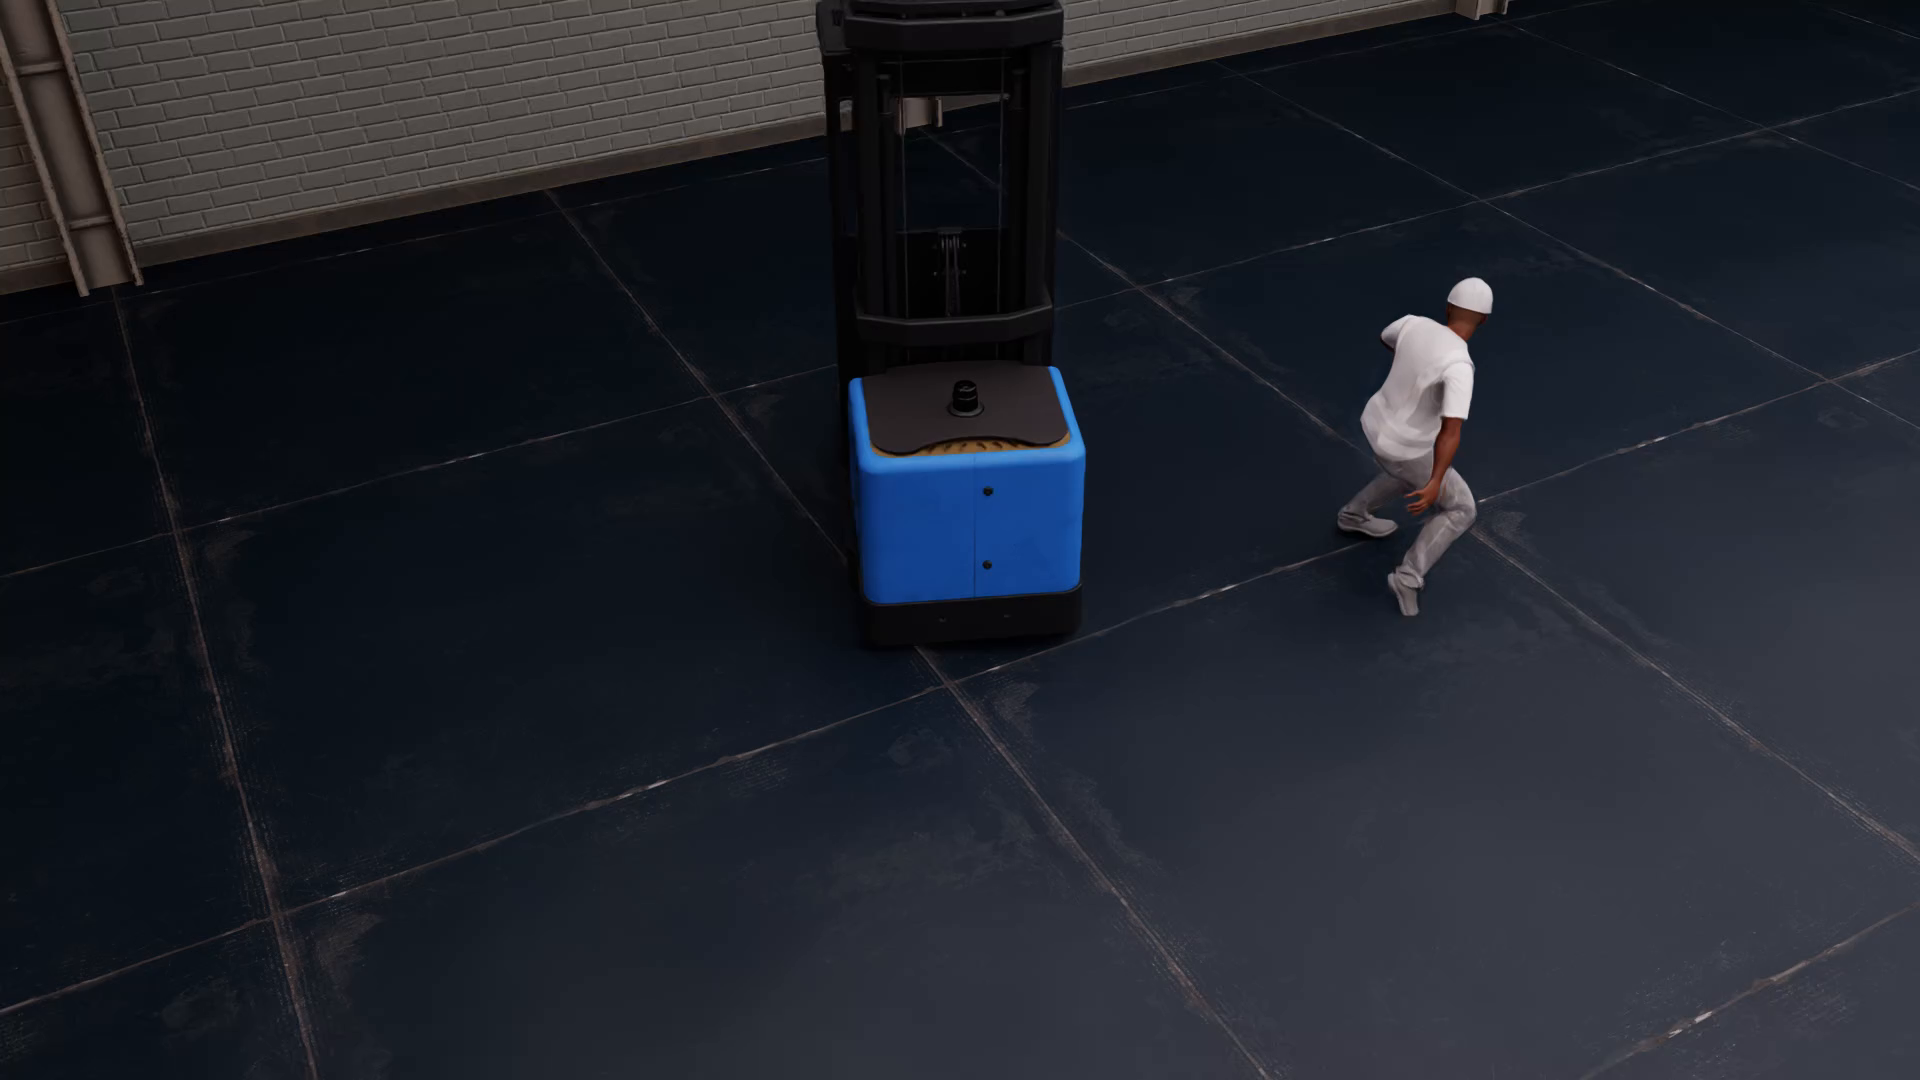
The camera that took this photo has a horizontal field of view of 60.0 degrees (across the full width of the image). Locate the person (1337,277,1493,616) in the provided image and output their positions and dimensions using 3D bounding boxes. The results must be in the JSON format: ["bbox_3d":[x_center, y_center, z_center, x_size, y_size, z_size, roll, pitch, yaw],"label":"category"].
[{"bbox_3d":[2.223,-0.452,8.000,0.537,1.683,1.074,-4,35,-6],"label":"person"}]

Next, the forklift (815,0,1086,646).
[{"bbox_3d":[-0.107,-1.535,8.294,1.130,2.935,3.031,-4,35,-5],"label":"forklift"}]
